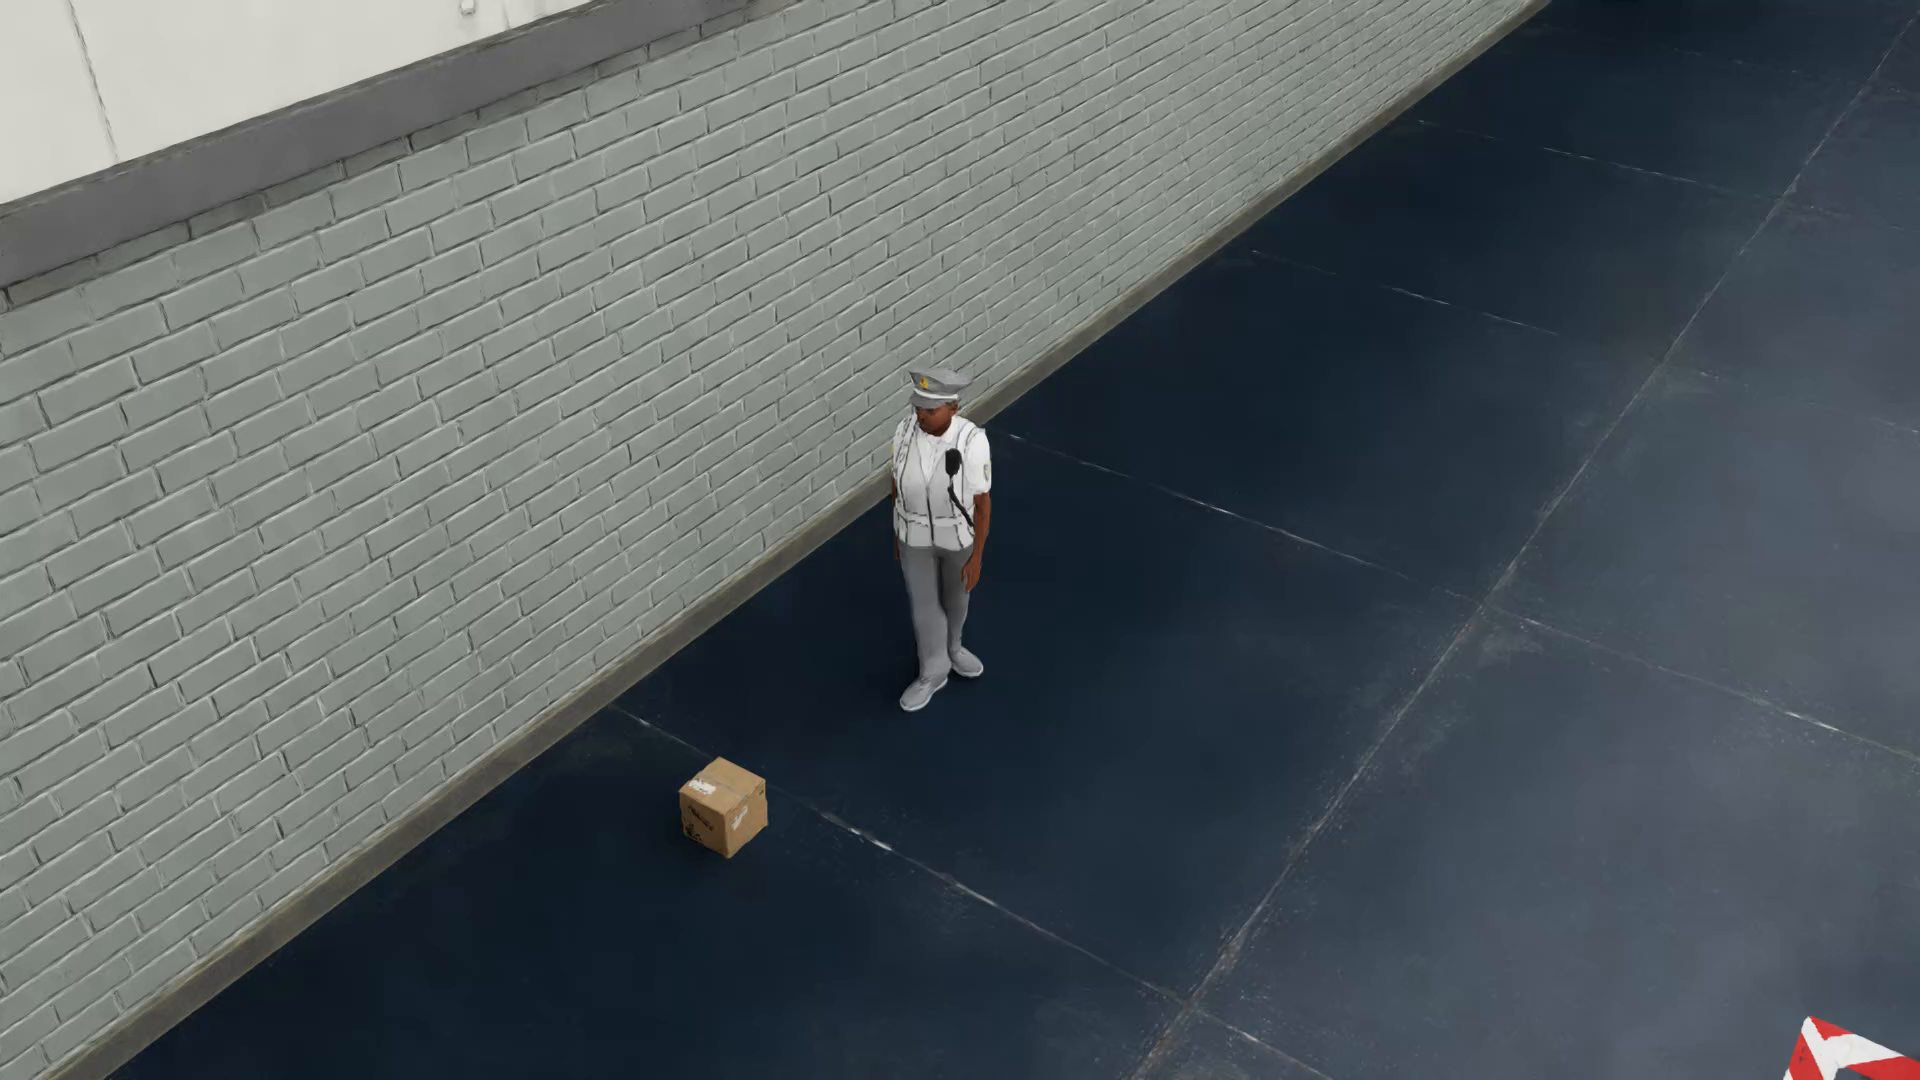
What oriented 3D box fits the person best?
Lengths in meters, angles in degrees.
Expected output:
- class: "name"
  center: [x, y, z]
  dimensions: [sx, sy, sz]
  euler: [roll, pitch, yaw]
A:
- class: "person"
  center: [-0.075, -0.031, 7.165]
  dimensions: [0.449, 1.690, 0.472]
  euler: [6, 35, 8]
